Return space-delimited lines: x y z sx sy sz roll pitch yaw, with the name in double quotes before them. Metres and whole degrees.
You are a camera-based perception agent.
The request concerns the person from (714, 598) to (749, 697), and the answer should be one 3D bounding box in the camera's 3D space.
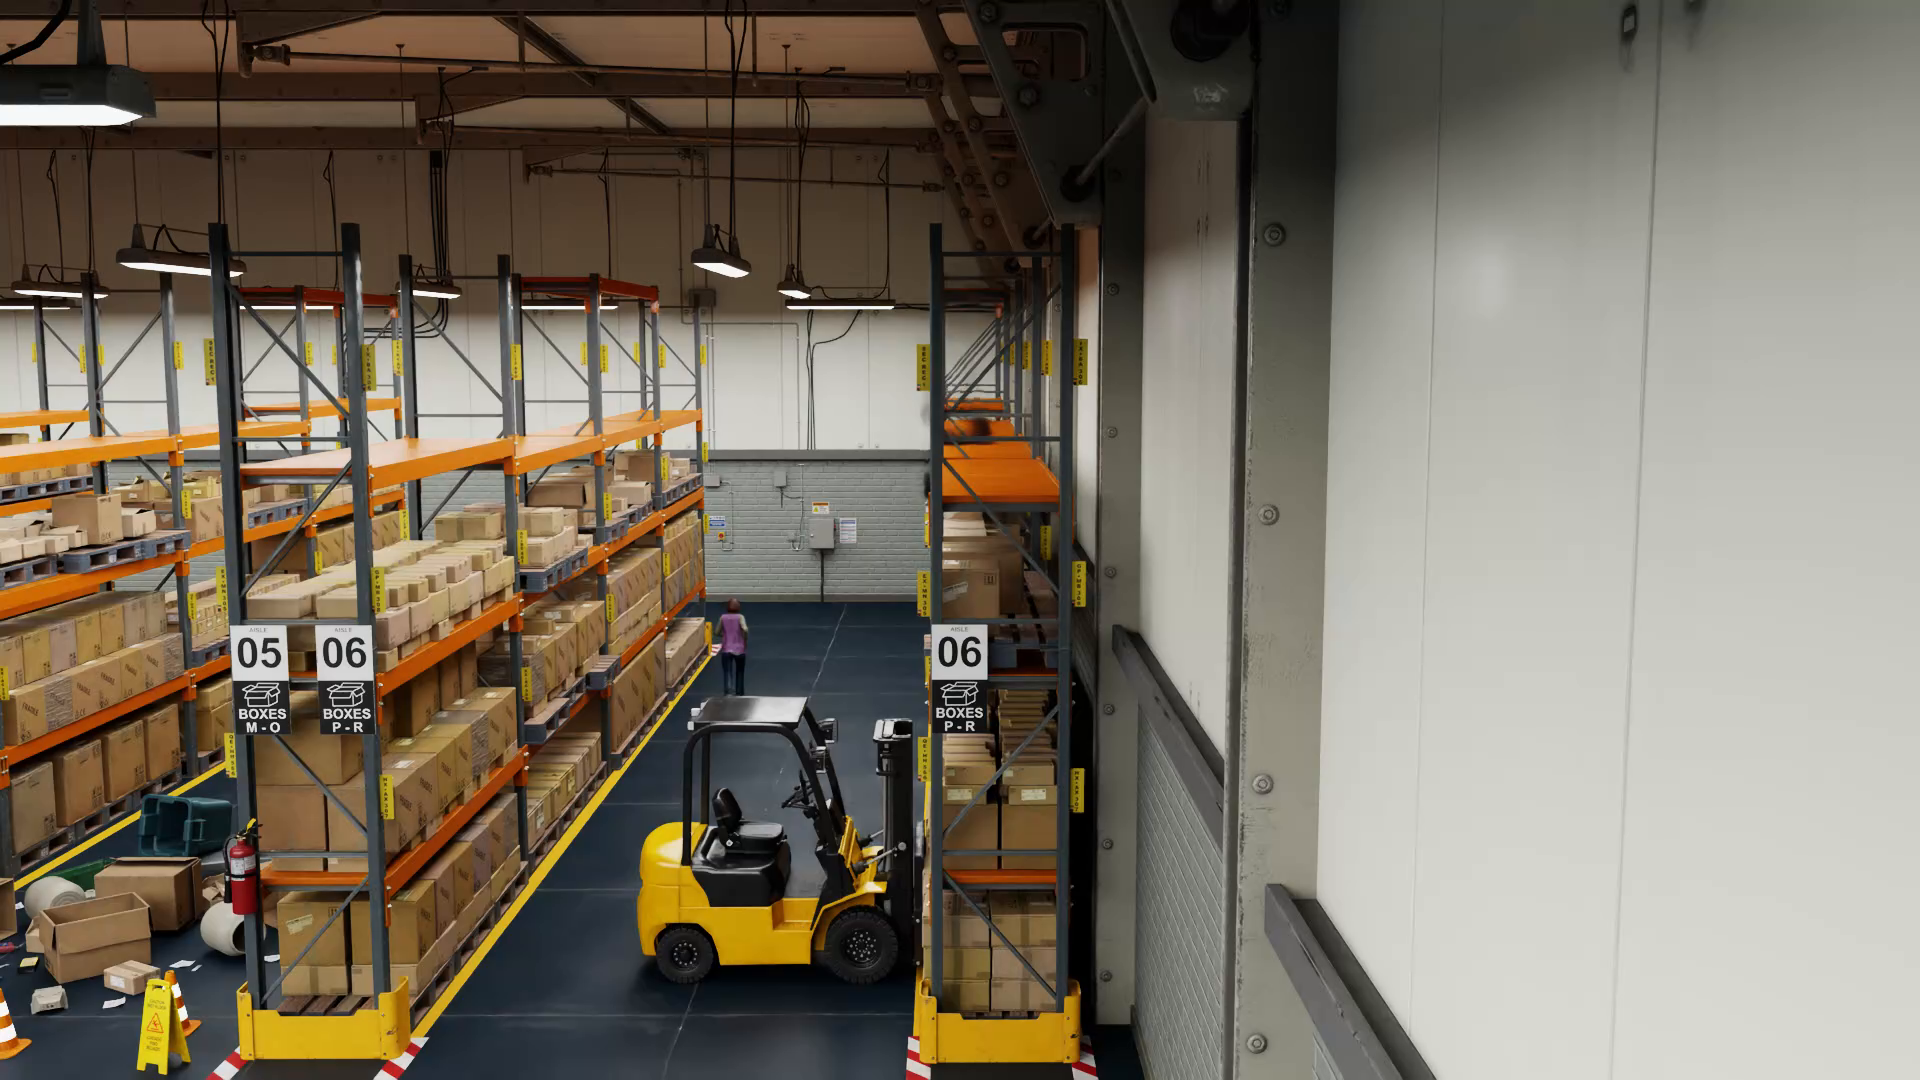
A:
"person" -3.233 1.634 23.588 0.505 1.614 0.999 -1 7 -4
